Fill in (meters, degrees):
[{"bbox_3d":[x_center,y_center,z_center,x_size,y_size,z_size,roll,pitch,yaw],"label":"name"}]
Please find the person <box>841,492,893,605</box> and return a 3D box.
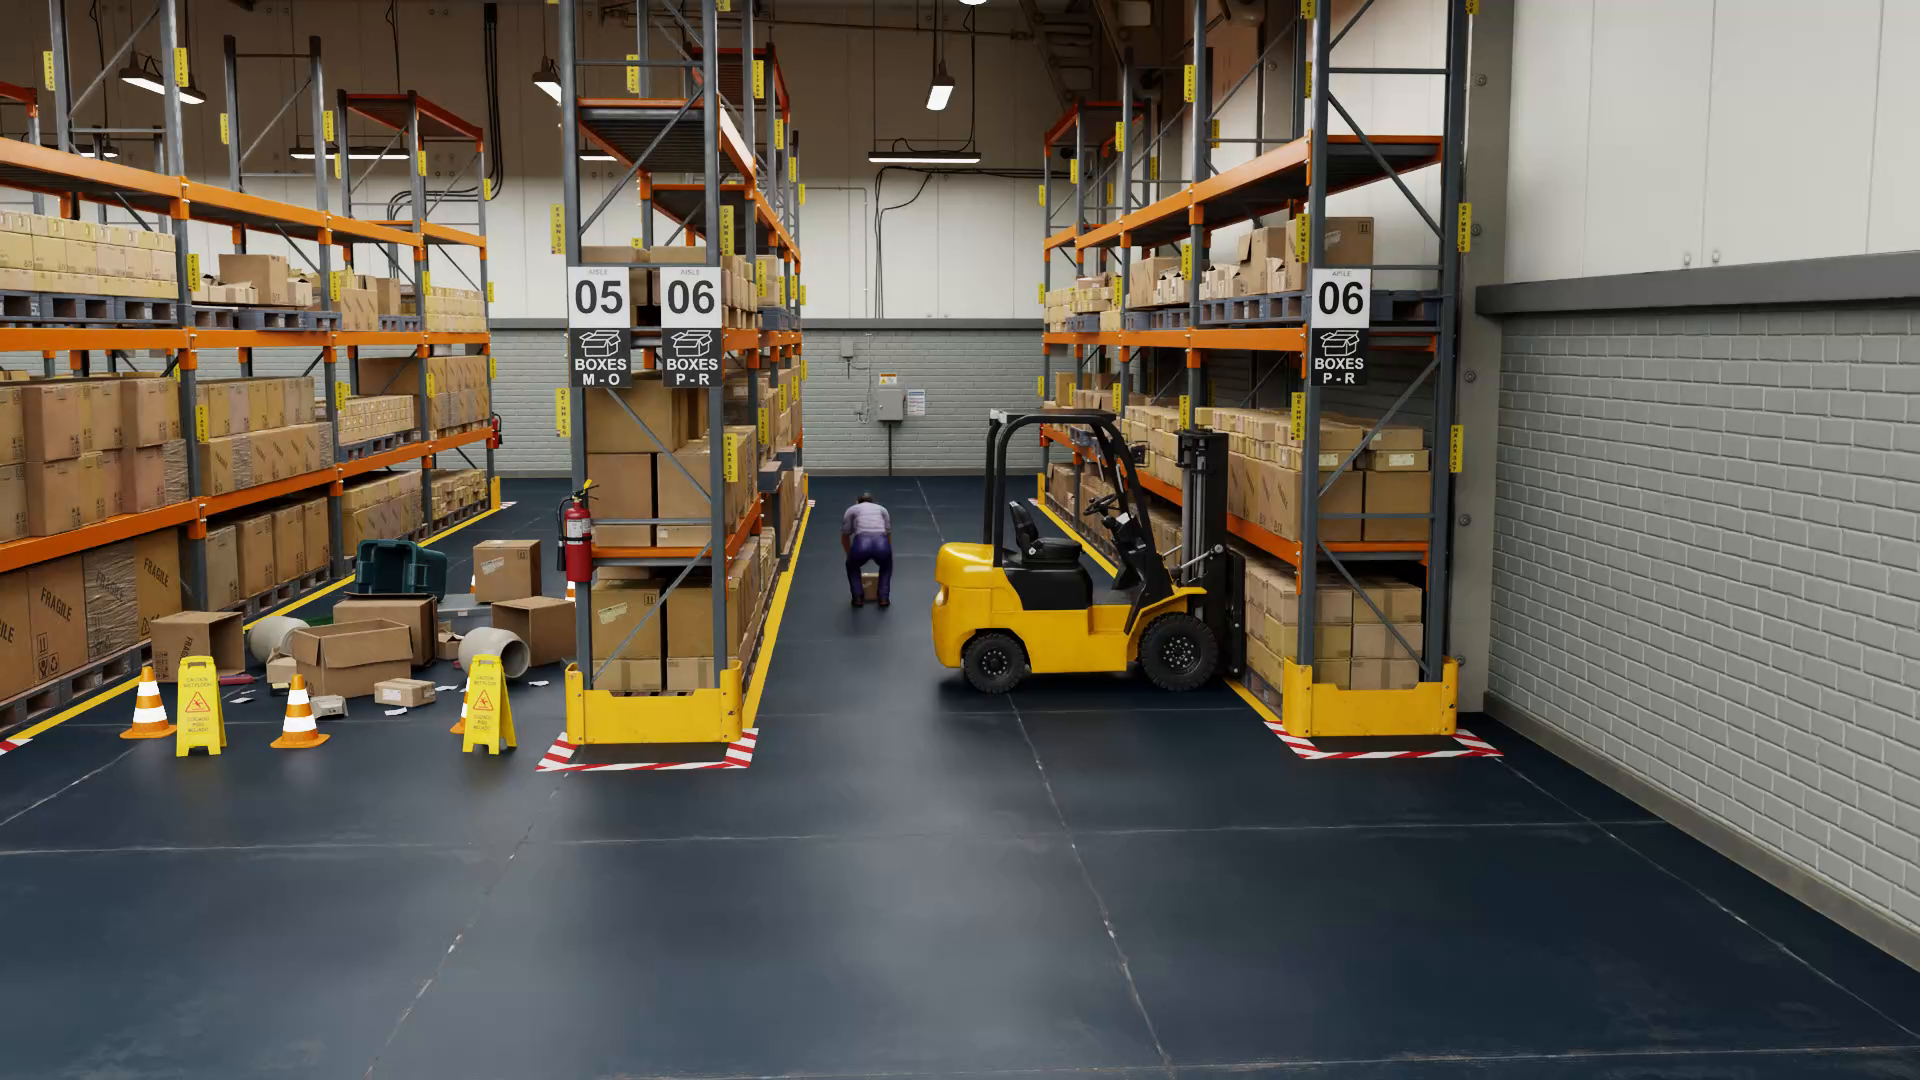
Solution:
[{"bbox_3d":[-0.954,0.100,17.114,0.535,1.141,0.760,0,7,-4],"label":"person"}]
